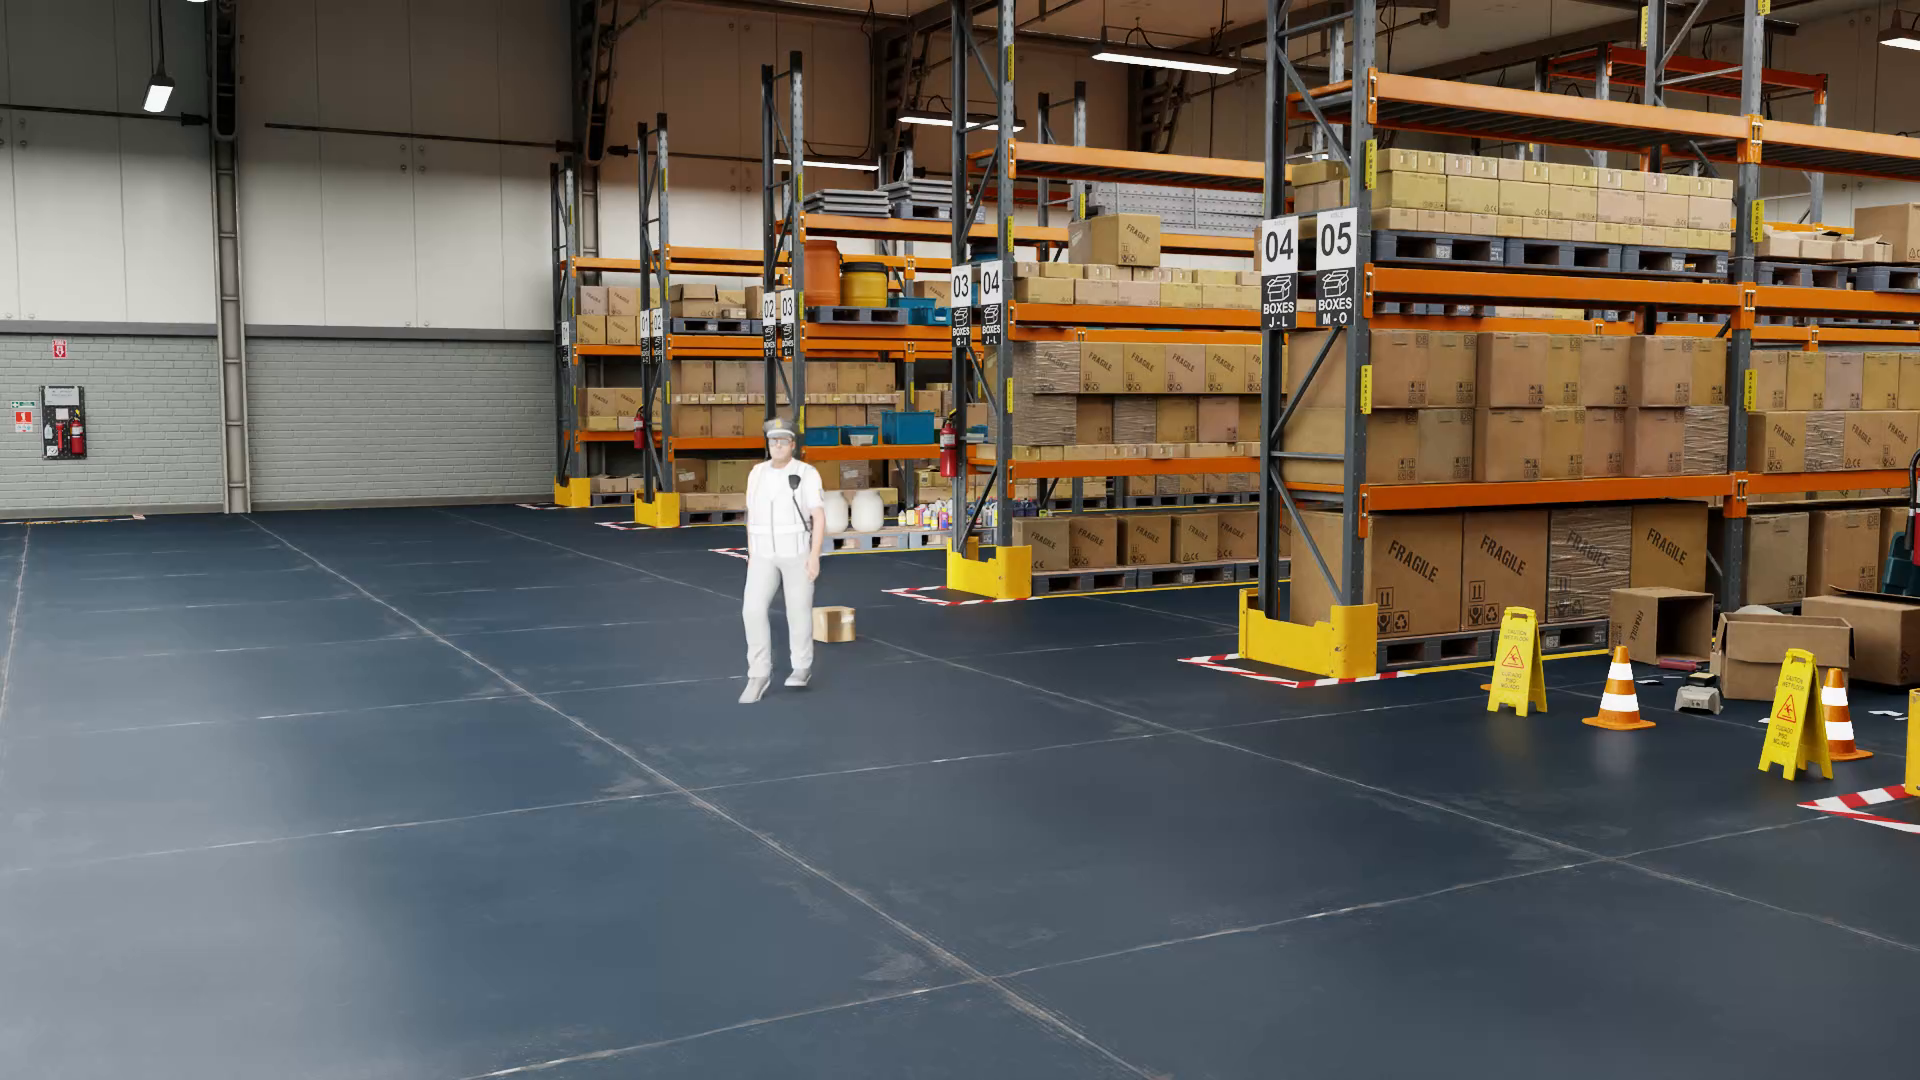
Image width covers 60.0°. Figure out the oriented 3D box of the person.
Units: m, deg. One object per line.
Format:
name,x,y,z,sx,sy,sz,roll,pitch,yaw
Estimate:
person,-1.148,0.134,10.721,0.560,1.834,0.725,1,5,9
